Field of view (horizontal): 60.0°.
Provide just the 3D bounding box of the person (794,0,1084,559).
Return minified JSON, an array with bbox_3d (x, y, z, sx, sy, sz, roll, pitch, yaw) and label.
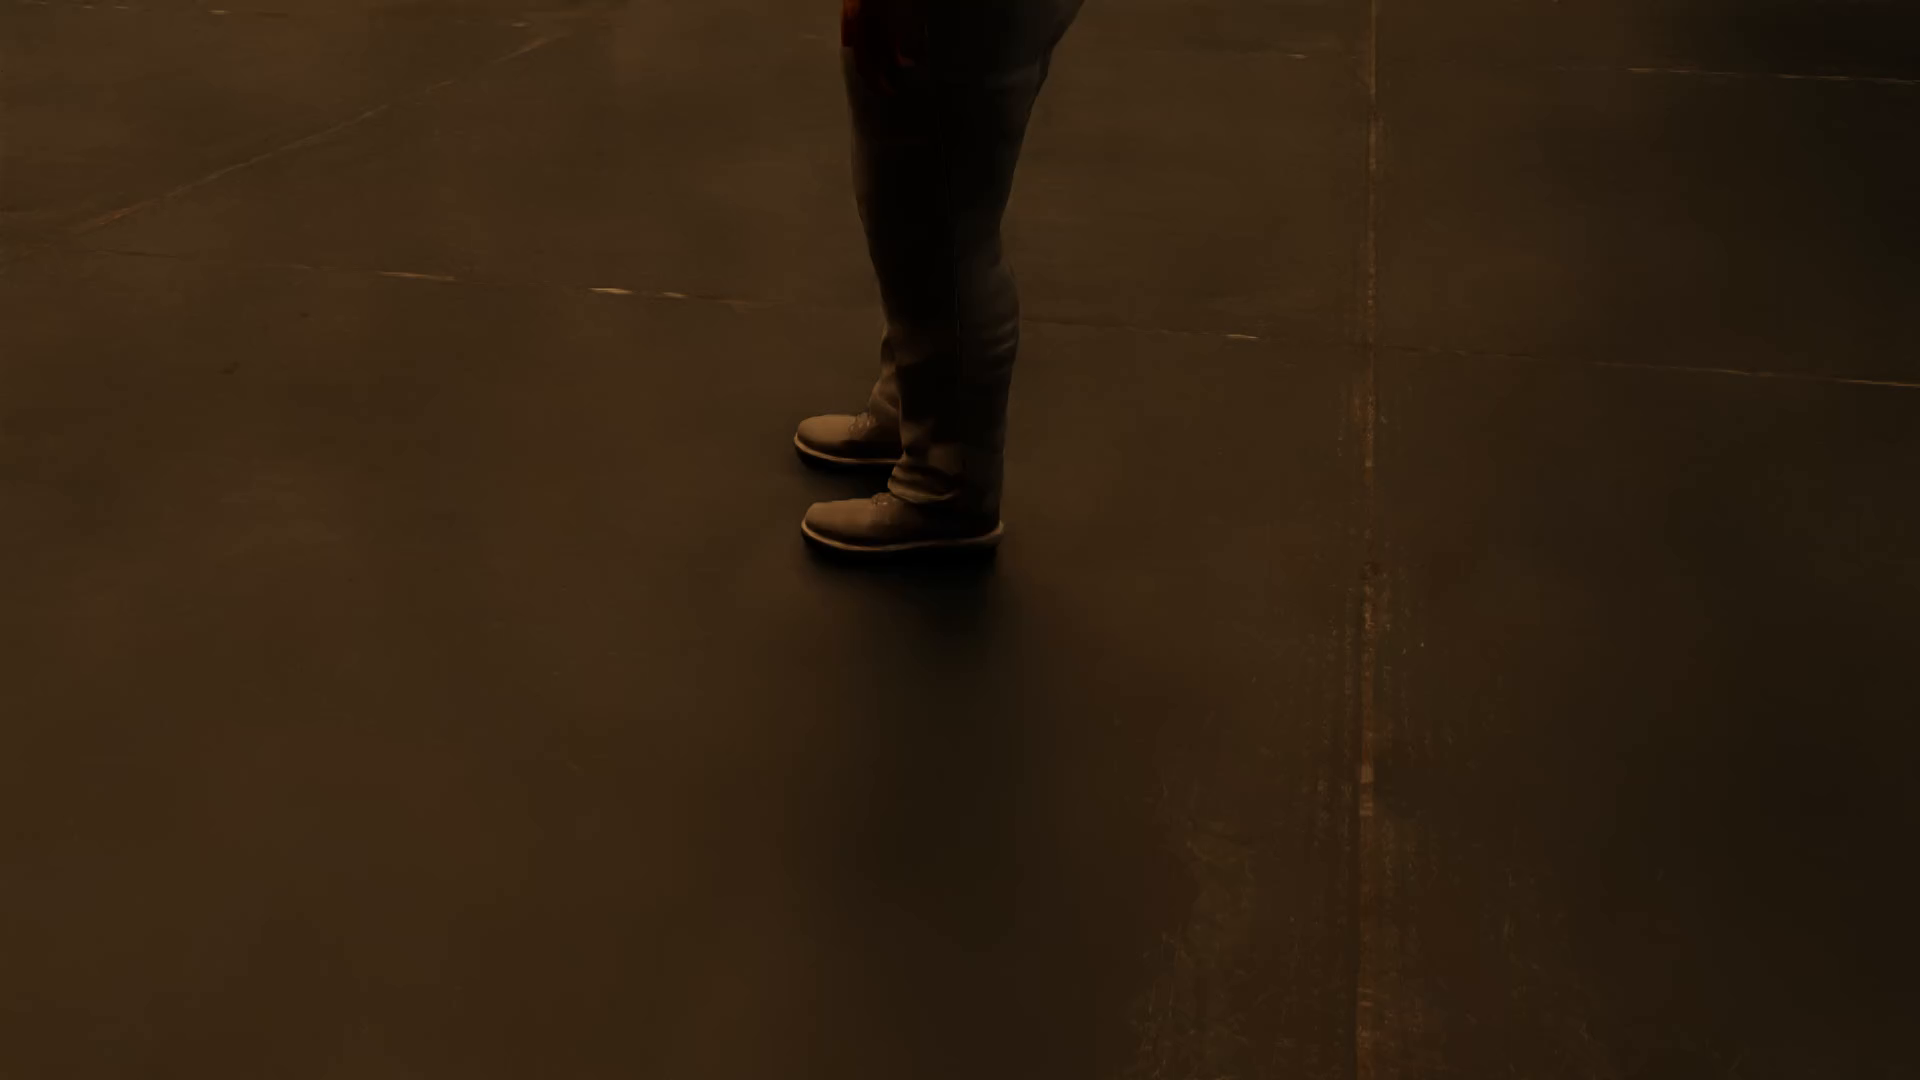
[{"bbox_3d":[-0.070,-0.768,2.156,0.529,1.669,0.598,6,27,11],"label":"person"}]
